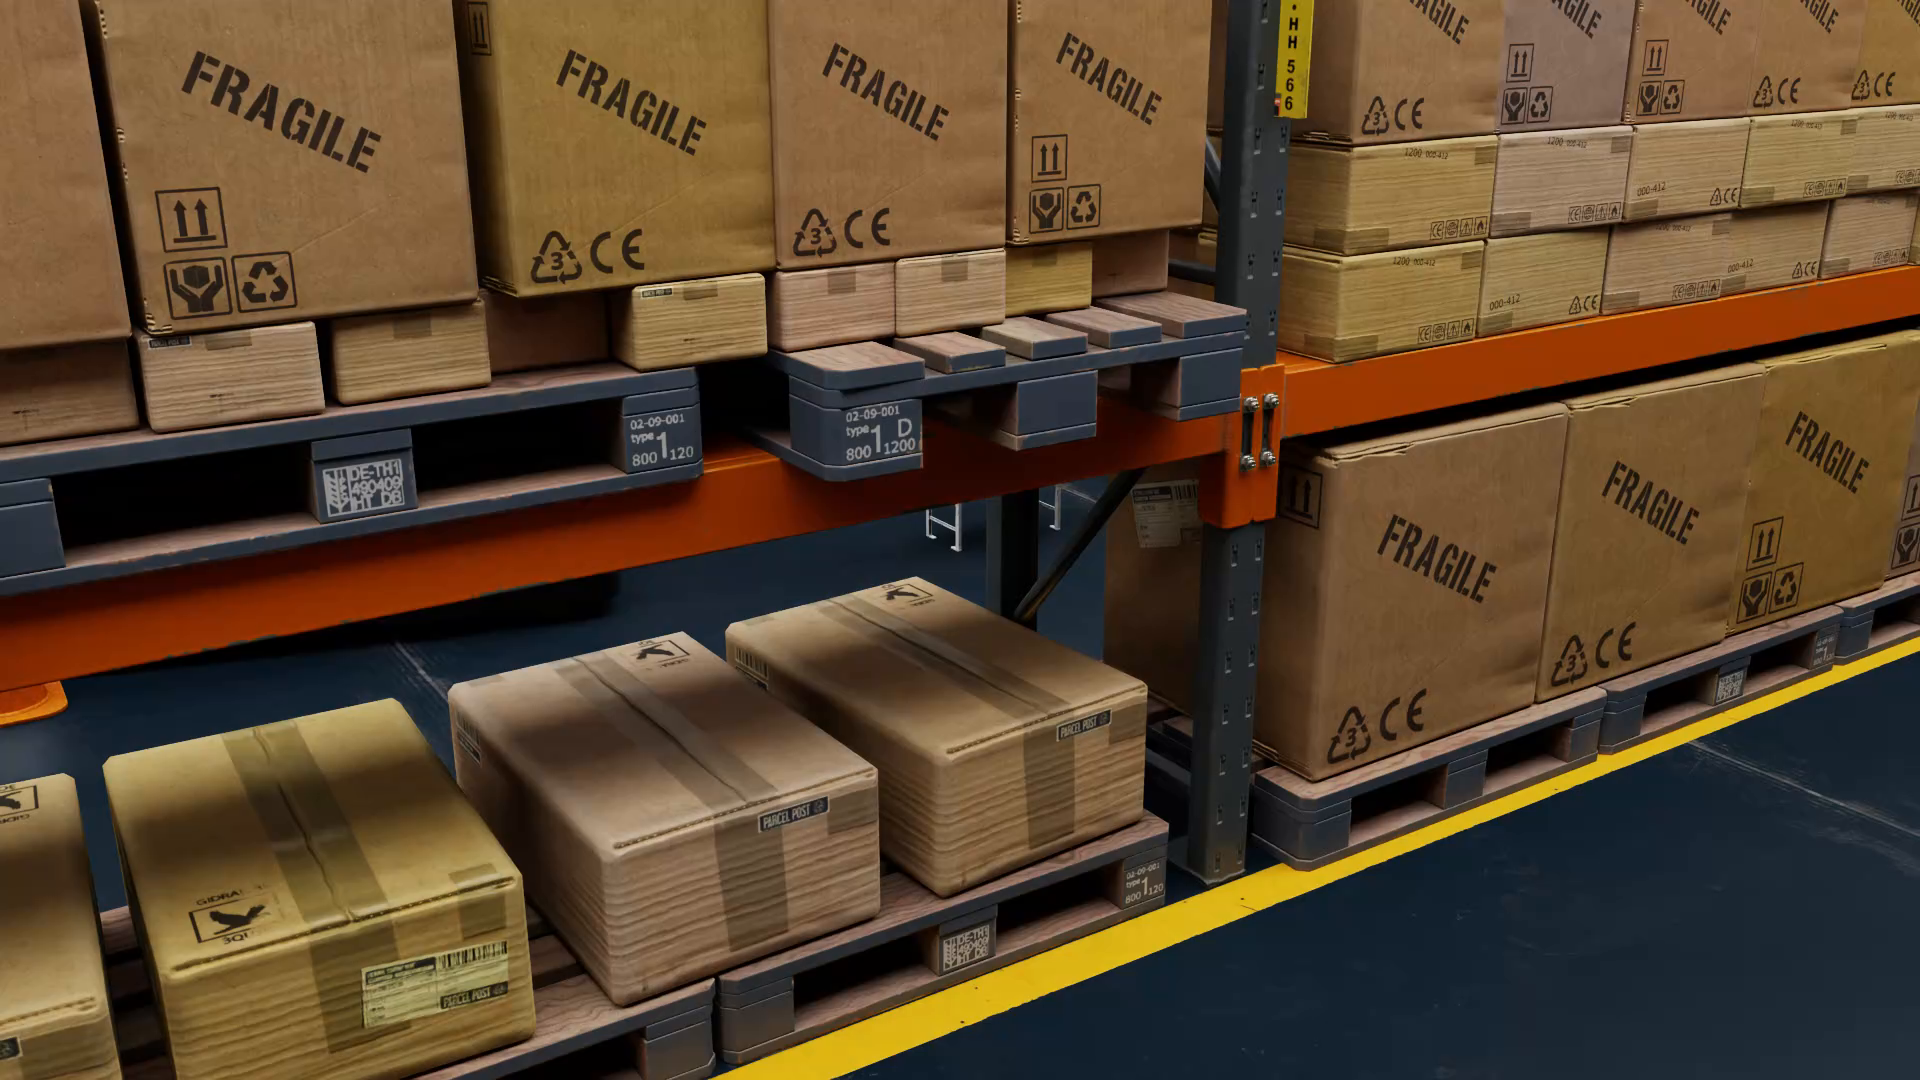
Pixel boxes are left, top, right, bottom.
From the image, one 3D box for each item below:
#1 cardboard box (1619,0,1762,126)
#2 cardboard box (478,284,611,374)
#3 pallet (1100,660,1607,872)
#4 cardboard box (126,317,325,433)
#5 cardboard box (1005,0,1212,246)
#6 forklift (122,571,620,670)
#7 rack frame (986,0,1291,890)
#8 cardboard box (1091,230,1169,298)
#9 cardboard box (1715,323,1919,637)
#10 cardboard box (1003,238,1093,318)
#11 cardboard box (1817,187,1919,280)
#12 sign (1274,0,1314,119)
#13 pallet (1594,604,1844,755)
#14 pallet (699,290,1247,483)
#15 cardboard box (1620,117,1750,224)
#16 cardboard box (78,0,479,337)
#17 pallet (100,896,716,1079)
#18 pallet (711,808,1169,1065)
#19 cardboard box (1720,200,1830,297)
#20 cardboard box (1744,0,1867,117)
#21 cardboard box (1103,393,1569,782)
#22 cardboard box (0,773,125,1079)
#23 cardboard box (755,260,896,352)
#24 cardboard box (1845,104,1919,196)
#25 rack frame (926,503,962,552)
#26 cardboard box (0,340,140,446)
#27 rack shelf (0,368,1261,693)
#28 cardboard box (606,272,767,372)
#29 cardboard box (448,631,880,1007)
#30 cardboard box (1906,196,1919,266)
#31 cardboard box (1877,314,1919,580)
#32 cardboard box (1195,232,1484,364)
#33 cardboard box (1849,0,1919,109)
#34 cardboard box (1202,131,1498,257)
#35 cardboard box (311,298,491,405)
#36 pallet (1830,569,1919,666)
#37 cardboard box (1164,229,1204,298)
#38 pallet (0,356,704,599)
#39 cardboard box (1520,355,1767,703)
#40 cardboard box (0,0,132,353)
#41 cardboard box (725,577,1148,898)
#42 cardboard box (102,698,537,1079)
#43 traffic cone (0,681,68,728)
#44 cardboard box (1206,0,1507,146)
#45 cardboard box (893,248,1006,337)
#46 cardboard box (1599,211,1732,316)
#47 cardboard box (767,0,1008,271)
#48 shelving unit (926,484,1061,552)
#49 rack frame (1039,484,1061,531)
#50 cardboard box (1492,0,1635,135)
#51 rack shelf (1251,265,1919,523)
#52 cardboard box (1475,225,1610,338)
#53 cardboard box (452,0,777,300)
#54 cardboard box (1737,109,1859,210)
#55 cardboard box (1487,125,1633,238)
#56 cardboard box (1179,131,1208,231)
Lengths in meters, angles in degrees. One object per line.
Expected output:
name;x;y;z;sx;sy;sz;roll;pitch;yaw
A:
cardboard box;1.794;-1.411;4.517;0.500;0.500;0.500;-11;22;-30
cardboard box;-0.832;-0.423;3.048;0.250;0.149;0.380;-12;22;-31
pallet;1.098;0.511;4.904;1.213;0.211;1.003;-12;22;-31
cardboard box;-1.203;-0.302;2.690;0.250;0.149;0.380;-11;22;-29
cardboard box;0.171;-0.924;3.519;0.500;0.500;0.500;-13;22;-33
forklift;-2.800;-1.130;5.510;3.031;2.935;1.130;-6;20;-16
rack frame;0.398;-0.691;4.106;0.127;3.000;1.000;-12;22;-31
cardboard box;0.254;-0.651;3.722;0.250;0.149;0.380;-11;22;-29
cardboard box;2.515;-0.297;5.600;0.875;0.875;0.875;-11;22;-30
cardboard box;0.070;-0.584;3.525;0.250;0.149;0.380;-12;22;-31
cardboard box;2.645;-1.005;5.269;0.500;0.250;0.500;-13;22;-33
sign;0.704;-1.059;3.509;0.005;0.325;0.100;-12;22;-31
pallet;2.116;0.297;5.536;1.213;0.211;1.003;-12;22;-31
pallet;-0.138;-0.446;3.681;1.003;0.211;1.213;-12;22;-31
cardboard box;1.812;-1.056;4.637;0.500;0.250;0.500;-12;22;-32
cardboard box;-1.132;-0.645;2.693;0.500;0.500;0.500;-13;23;-34
pallet;-1.273;0.980;3.515;1.213;0.211;1.003;-12;22;-31
pallet;-0.255;0.767;4.147;1.213;0.211;1.003;-12;22;-31
cardboard box;2.216;-0.913;4.996;0.500;0.250;0.500;-12;22;-31
cardboard box;2.217;-1.499;4.777;0.500;0.500;0.500;-12;22;-31
cardboard box;1.021;0.017;4.673;0.875;0.875;0.875;-12;22;-32
cardboard box;-1.907;0.839;3.028;0.625;0.372;0.950;-10;21;-28
cardboard box;-0.331;-0.485;3.234;0.250;0.149;0.380;-13;23;-34
cardboard box;2.662;-1.236;5.171;0.500;0.250;0.500;-11;22;-30
rack frame;-0.066;-0.555;6.512;0.015;1.200;0.240;-12;22;-31
cardboard box;-1.454;-0.269;2.593;0.250;0.149;0.380;-12;22;-31
rack shelf;-1.272;0.002;3.179;4.000;0.370;1.077;-12;22;-31
cardboard box;-0.553;-0.433;3.079;0.250;0.149;0.380;-11;22;-30
cardboard box;-0.691;0.584;3.783;0.625;0.372;0.950;-12;22;-32
cardboard box;3.077;-1.089;5.517;0.500;0.250;0.500;-12;22;-32
cardboard box;3.265;-0.458;6.077;0.875;0.875;0.875;-11;22;-30
cardboard box;0.945;-0.639;4.186;0.500;0.250;0.500;-12;22;-32
cardboard box;2.642;-1.594;5.059;0.500;0.500;0.500;-11;22;-30
cardboard box;0.957;-0.880;4.119;0.500;0.250;0.500;-12;22;-32
cardboard box;-0.997;-0.357;2.852;0.250;0.149;0.380;-13;22;-33
pallet;3.136;0.081;6.175;1.213;0.211;1.003;-12;22;-31
cardboard box;0.678;-0.779;4.599;0.500;0.250;0.500;-13;23;-33
pallet;-1.233;-0.241;3.073;1.213;0.211;1.003;-12;22;-31
cardboard box;1.768;-0.139;5.135;0.875;0.875;0.875;-12;22;-31
cardboard box;-1.555;-0.552;2.417;0.500;0.500;0.500;-12;22;-32
cardboard box;-0.079;0.451;4.173;0.625;0.372;0.950;-14;23;-35
cardboard box;-1.328;0.716;3.392;0.625;0.372;0.950;-11;22;-30
traffic cone;-2.985;0.304;5.124;0.334;0.463;0.336;-12;22;-31
cardboard box;0.945;-1.234;3.994;0.500;0.500;0.500;-13;22;-33
cardboard box;-0.116;-0.528;3.359;0.250;0.149;0.380;-12;22;-32
cardboard box;1.806;-0.825;4.736;0.500;0.250;0.500;-11;22;-30
cardboard box;-0.254;-0.830;3.240;0.500;0.500;0.500;-12;22;-32
shelving unit;0.138;-0.598;6.639;0.503;1.200;0.258;-12;22;-31
rack frame;0.342;-0.641;6.766;0.015;1.200;0.240;-12;22;-31
cardboard box;1.353;-1.324;4.260;0.500;0.500;0.500;-12;22;-31
rack shelf;2.068;-0.703;5.263;4.000;0.370;1.077;-12;22;-31
cardboard box;1.364;-0.734;4.468;0.500;0.250;0.500;-13;22;-33
cardboard box;-0.675;-0.741;2.977;0.500;0.500;0.500;-14;23;-35
cardboard box;2.243;-1.141;4.891;0.500;0.250;0.500;-11;22;-30
cardboard box;1.389;-0.971;4.387;0.500;0.250;0.500;-11;22;-30
cardboard box;0.663;-1.010;4.504;0.500;0.250;0.500;-12;22;-32
